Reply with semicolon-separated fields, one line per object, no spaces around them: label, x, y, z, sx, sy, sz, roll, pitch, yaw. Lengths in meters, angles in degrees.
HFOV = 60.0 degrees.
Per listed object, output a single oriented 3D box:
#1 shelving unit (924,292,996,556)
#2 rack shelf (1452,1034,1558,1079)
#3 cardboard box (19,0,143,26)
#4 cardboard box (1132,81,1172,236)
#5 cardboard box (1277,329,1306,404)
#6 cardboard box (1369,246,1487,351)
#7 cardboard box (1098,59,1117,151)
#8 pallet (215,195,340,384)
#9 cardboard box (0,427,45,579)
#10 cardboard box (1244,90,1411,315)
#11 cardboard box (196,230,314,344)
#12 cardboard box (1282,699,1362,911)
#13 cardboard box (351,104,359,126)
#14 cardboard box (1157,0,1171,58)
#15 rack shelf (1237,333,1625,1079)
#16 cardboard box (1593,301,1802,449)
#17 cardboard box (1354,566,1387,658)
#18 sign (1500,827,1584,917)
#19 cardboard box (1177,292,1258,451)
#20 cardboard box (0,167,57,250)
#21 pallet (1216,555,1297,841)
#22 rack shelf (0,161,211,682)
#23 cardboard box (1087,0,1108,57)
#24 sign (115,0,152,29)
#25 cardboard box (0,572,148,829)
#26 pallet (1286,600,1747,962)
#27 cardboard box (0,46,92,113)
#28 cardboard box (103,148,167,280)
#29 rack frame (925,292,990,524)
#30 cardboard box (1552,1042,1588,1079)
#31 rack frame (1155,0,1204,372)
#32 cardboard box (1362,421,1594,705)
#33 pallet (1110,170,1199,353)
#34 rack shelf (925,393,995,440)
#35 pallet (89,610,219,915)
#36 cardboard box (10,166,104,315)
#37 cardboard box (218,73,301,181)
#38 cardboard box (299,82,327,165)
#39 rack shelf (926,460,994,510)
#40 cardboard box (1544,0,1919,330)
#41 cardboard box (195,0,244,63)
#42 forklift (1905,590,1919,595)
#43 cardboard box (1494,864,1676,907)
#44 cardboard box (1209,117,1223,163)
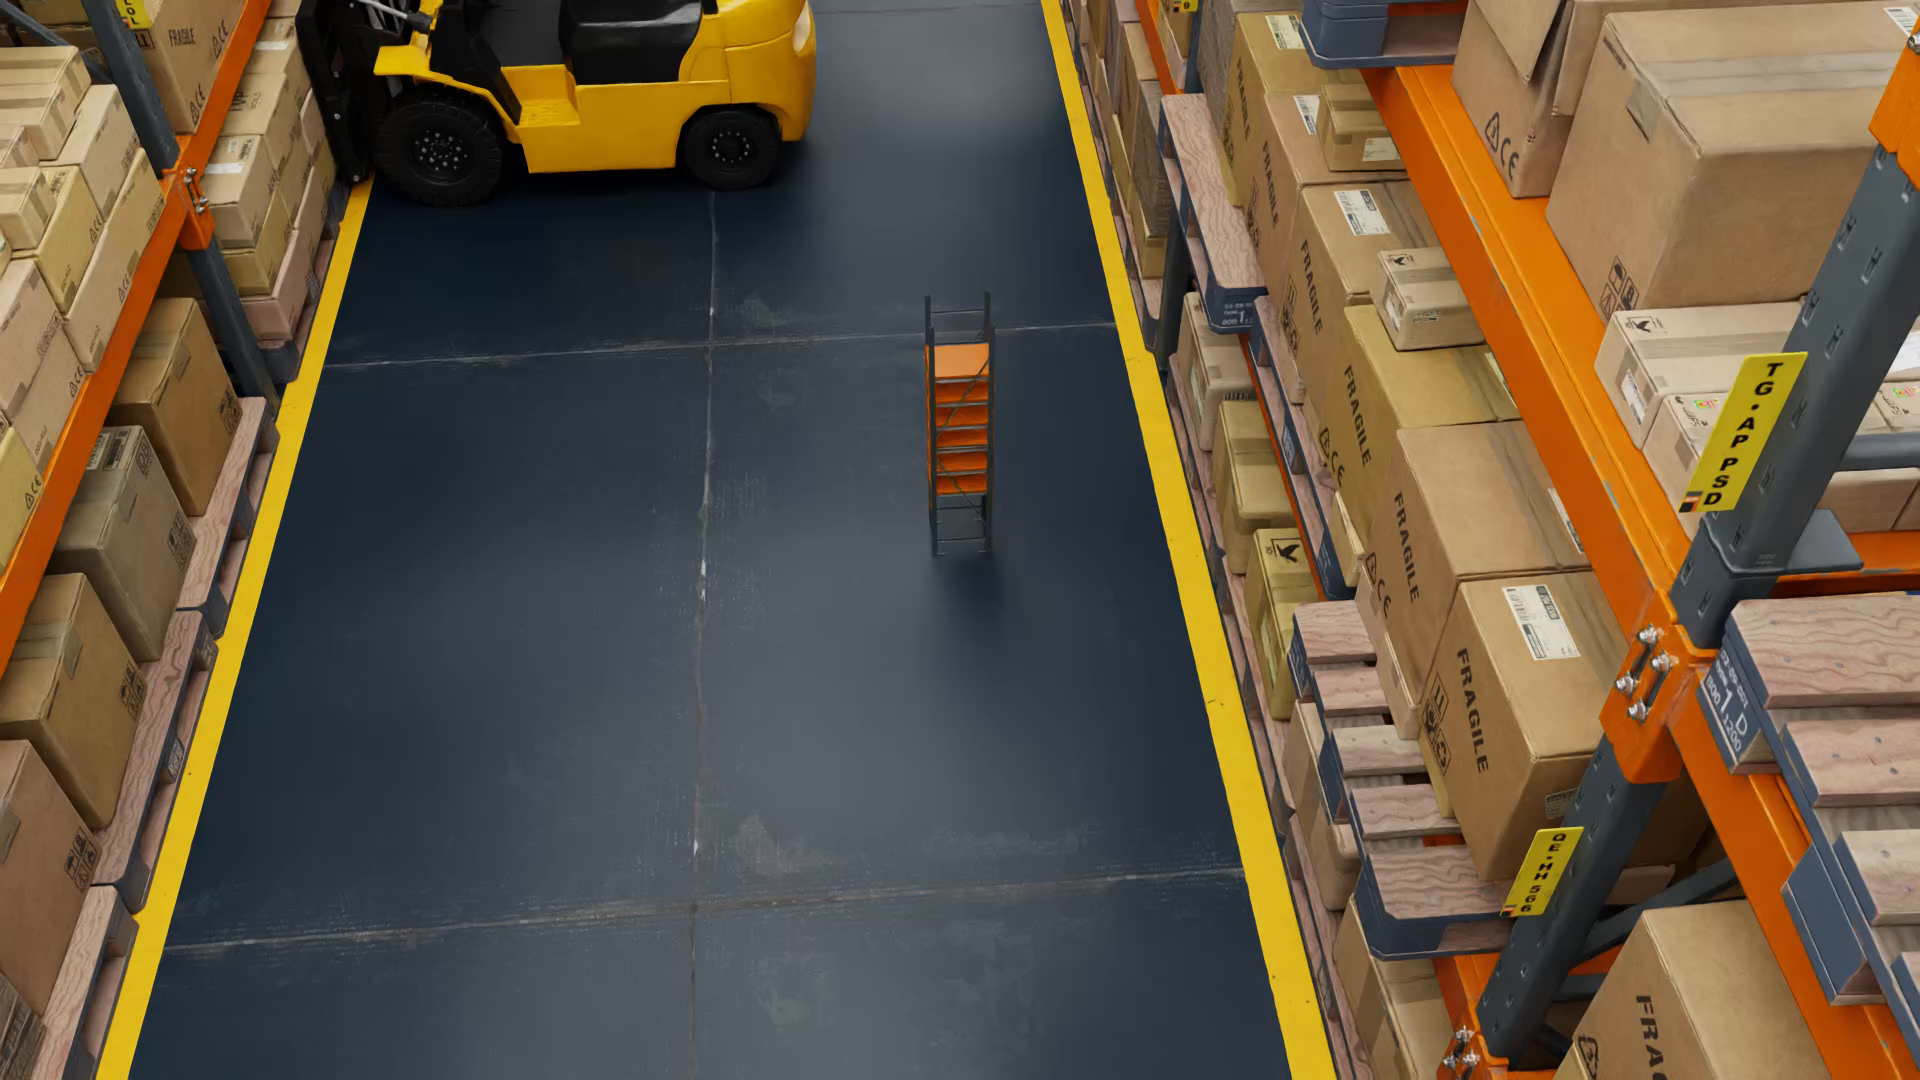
shelving unit;-0.001;-0.423;6.461;0.258;1.200;0.189;-3;47;-3
rack shelf;1.907;2.712;2.747;1.077;0.370;4.000;-3;47;-3
cardboard box;-3.306;-2.076;6.271;0.380;0.149;0.250;-4;47;-4
cardboard box;1.088;-1.744;7.561;0.500;0.500;0.500;-4;47;-4
cardboard box;1.217;-0.570;5.244;0.380;0.149;0.250;-2;47;-2
cardboard box;1.321;-0.653;4.429;0.380;0.149;0.250;-6;47;-5
cardboard box;0.995;-2.239;8.546;0.500;0.250;0.500;-3;47;-3
pallet;-3.566;-1.191;7.869;1.003;0.211;1.213;-3;47;-3
cardboard box;-3.129;-0.074;4.994;0.500;0.250;0.500;-2;47;-2
cardboard box;1.228;-1.080;5.280;0.500;0.500;0.500;-4;47;-4
cardboard box;-3.252;-1.141;7.505;0.500;0.250;0.500;-3;47;-3
cardboard box;1.632;0.834;5.551;0.950;0.372;0.625;-4;47;-4
cardboard box;-3.391;-2.246;8.553;0.500;0.250;0.500;-2;47;-2
cardboard box;1.046;-2.184;7.062;0.380;0.149;0.250;-3;47;-2
rack shelf;1.572;-0.182;5.488;1.077;0.370;4.000;-3;47;-3
cardboard box;1.475;-0.322;3.232;0.380;0.149;0.250;-3;47;-3
cardboard box;1.304;0.185;4.529;0.380;0.149;0.250;-5;47;-5
sign;1.200;0.687;3.427;0.100;0.325;0.005;-3;47;-3
cardboard box;1.451;-0.737;7.040;0.950;0.372;0.625;-3;47;-3
cardboard box;-3.130;-1.047;5.297;0.380;0.149;0.250;-5;47;-5
pallet;1.577;0.531;6.238;1.003;0.211;1.213;-3;47;-3
rack shelf;-3.374;0.123;5.200;1.077;0.370;4.000;-3;47;-3
cardboard box;0.946;-2.868;8.625;0.500;0.500;0.500;-3;47;-3
sign;-3.001;-1.983;5.955;0.100;0.325;0.005;-3;47;-3
cardboard box;-3.364;0.583;5.615;0.875;0.625;0.625;-5;47;-5
pallet;1.574;0.575;4.408;1.213;0.211;1.003;-3;47;-3
cardboard box;-3.291;-1.595;5.816;0.380;0.149;0.250;-2;47;-2
cardboard box;-3.238;-1.171;6.033;0.500;0.250;0.500;-3;47;-2
rack frame;-0.009;-0.489;6.523;0.240;1.200;0.006;-3;47;-3
cardboard box;1.536;1.279;3.368;0.500;0.250;0.500;-4;47;-4
rack frame;1.405;-1.876;6.597;1.000;3.000;0.127;-3;47;-3
cardboard box;1.370;0.052;4.209;0.500;0.500;0.500;-4;47;-4
pallet;1.313;-1.401;8.068;1.003;0.211;1.213;-3;47;-3
rack shelf;-0.001;-0.475;6.406;0.258;0.103;0.180;-3;47;-3
pallet;-3.335;0.803;5.981;1.003;0.211;1.213;-3;47;-3
cardboard box;-3.195;-0.980;5.508;0.500;0.250;0.500;-5;47;-4
cardboard box;-3.302;-1.854;7.492;0.500;0.250;0.500;-3;47;-3
cardboard box;-3.349;-2.040;8.013;0.500;0.250;0.500;-4;47;-4
rack shelf;-0.001;-0.227;6.667;0.258;0.103;0.180;-3;47;-3
cardboard box;1.670;-0.734;3.381;0.700;0.500;0.500;-3;47;-3
cardboard box;-3.378;-2.319;6.948;0.500;0.500;0.500;-3;47;-3
forklift;4.471;0.334;4.552;3.031;2.935;1.130;17;49;15
cardboard box;1.478;0.737;4.006;0.380;0.149;0.250;-2;47;-2
cardboard box;1.136;-1.515;6.139;0.380;0.149;0.250;-3;47;-3
